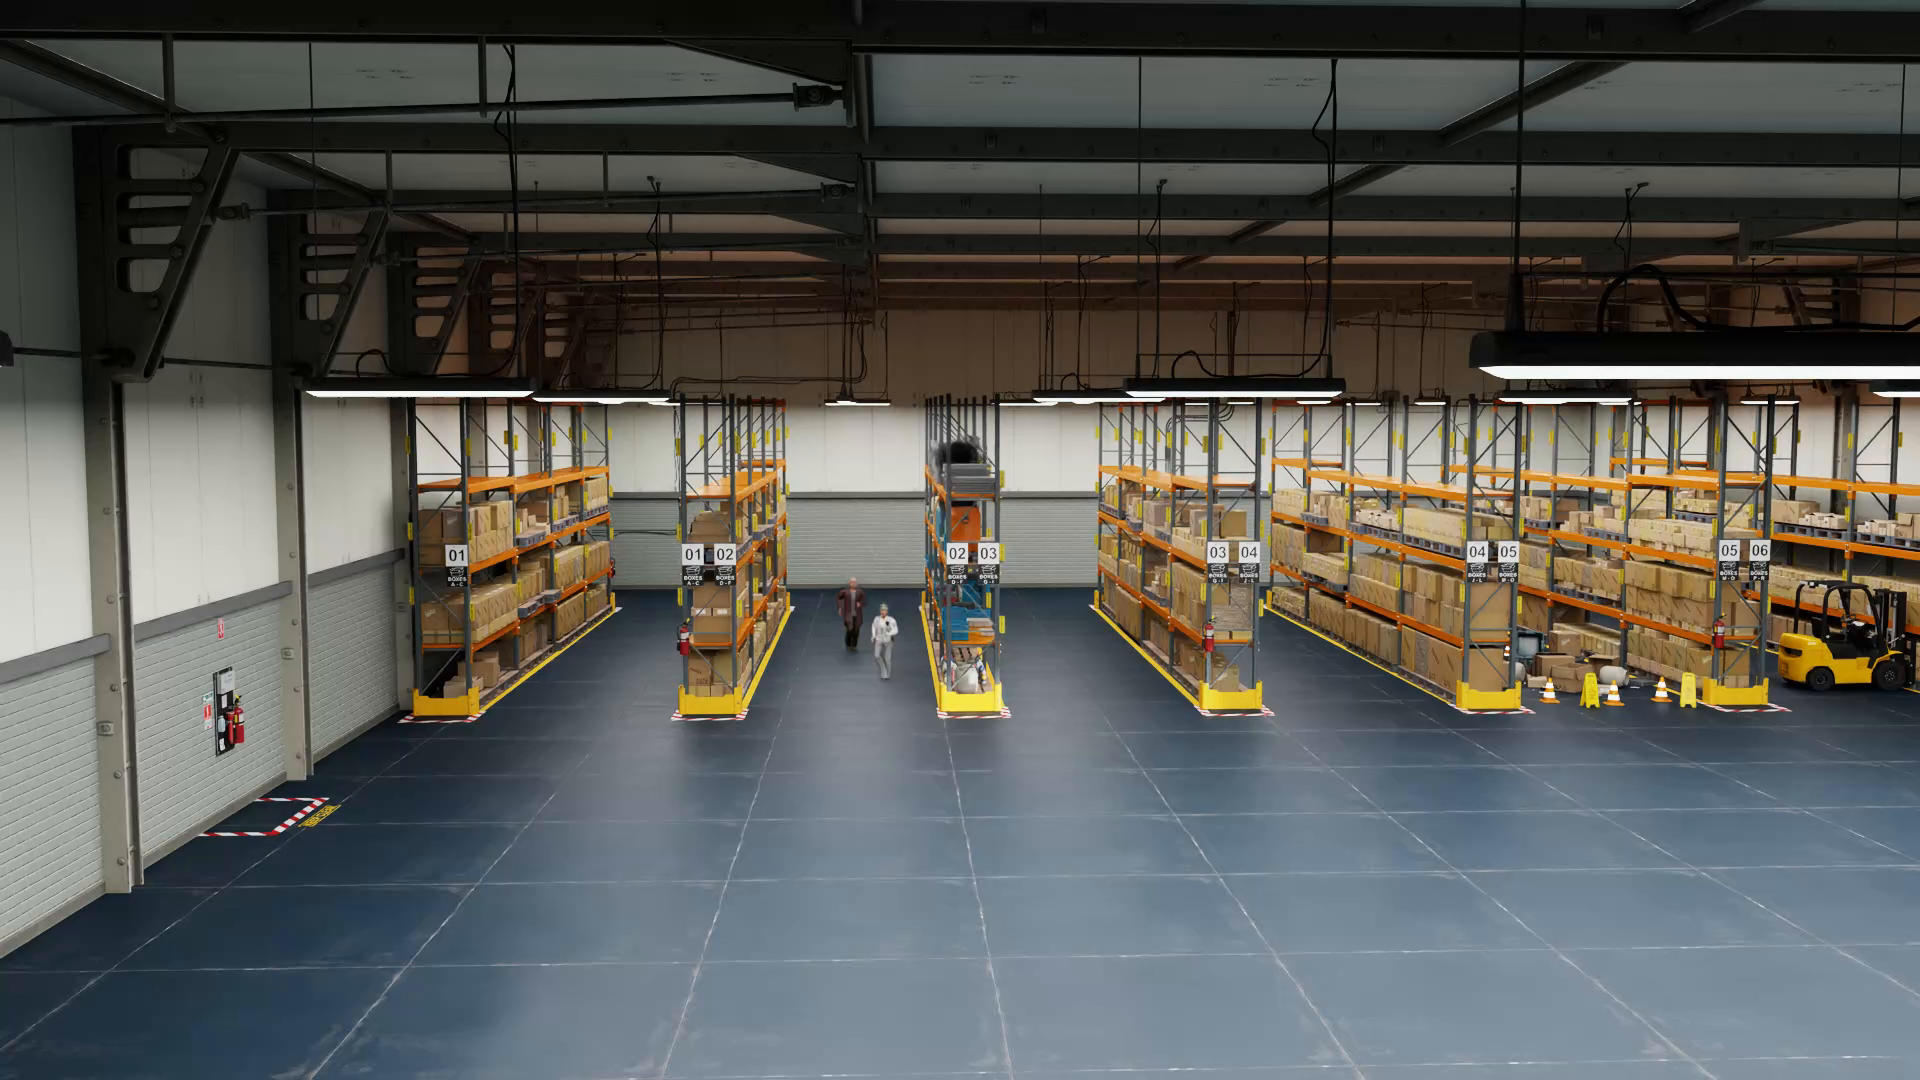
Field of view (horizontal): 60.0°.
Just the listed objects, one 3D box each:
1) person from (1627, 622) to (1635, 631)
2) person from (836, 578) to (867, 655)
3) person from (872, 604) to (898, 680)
[{"bbox_3d":[17.396,1.565,42.435,0.607,1.640,0.957,-2,5,-21],"label":"person"},{"bbox_3d":[-2.505,1.778,38.785,0.688,1.791,0.761,-1,5,-15],"label":"person"},{"bbox_3d":[-1.598,2.135,35.096,0.621,1.625,0.739,1,5,14],"label":"person"}]
